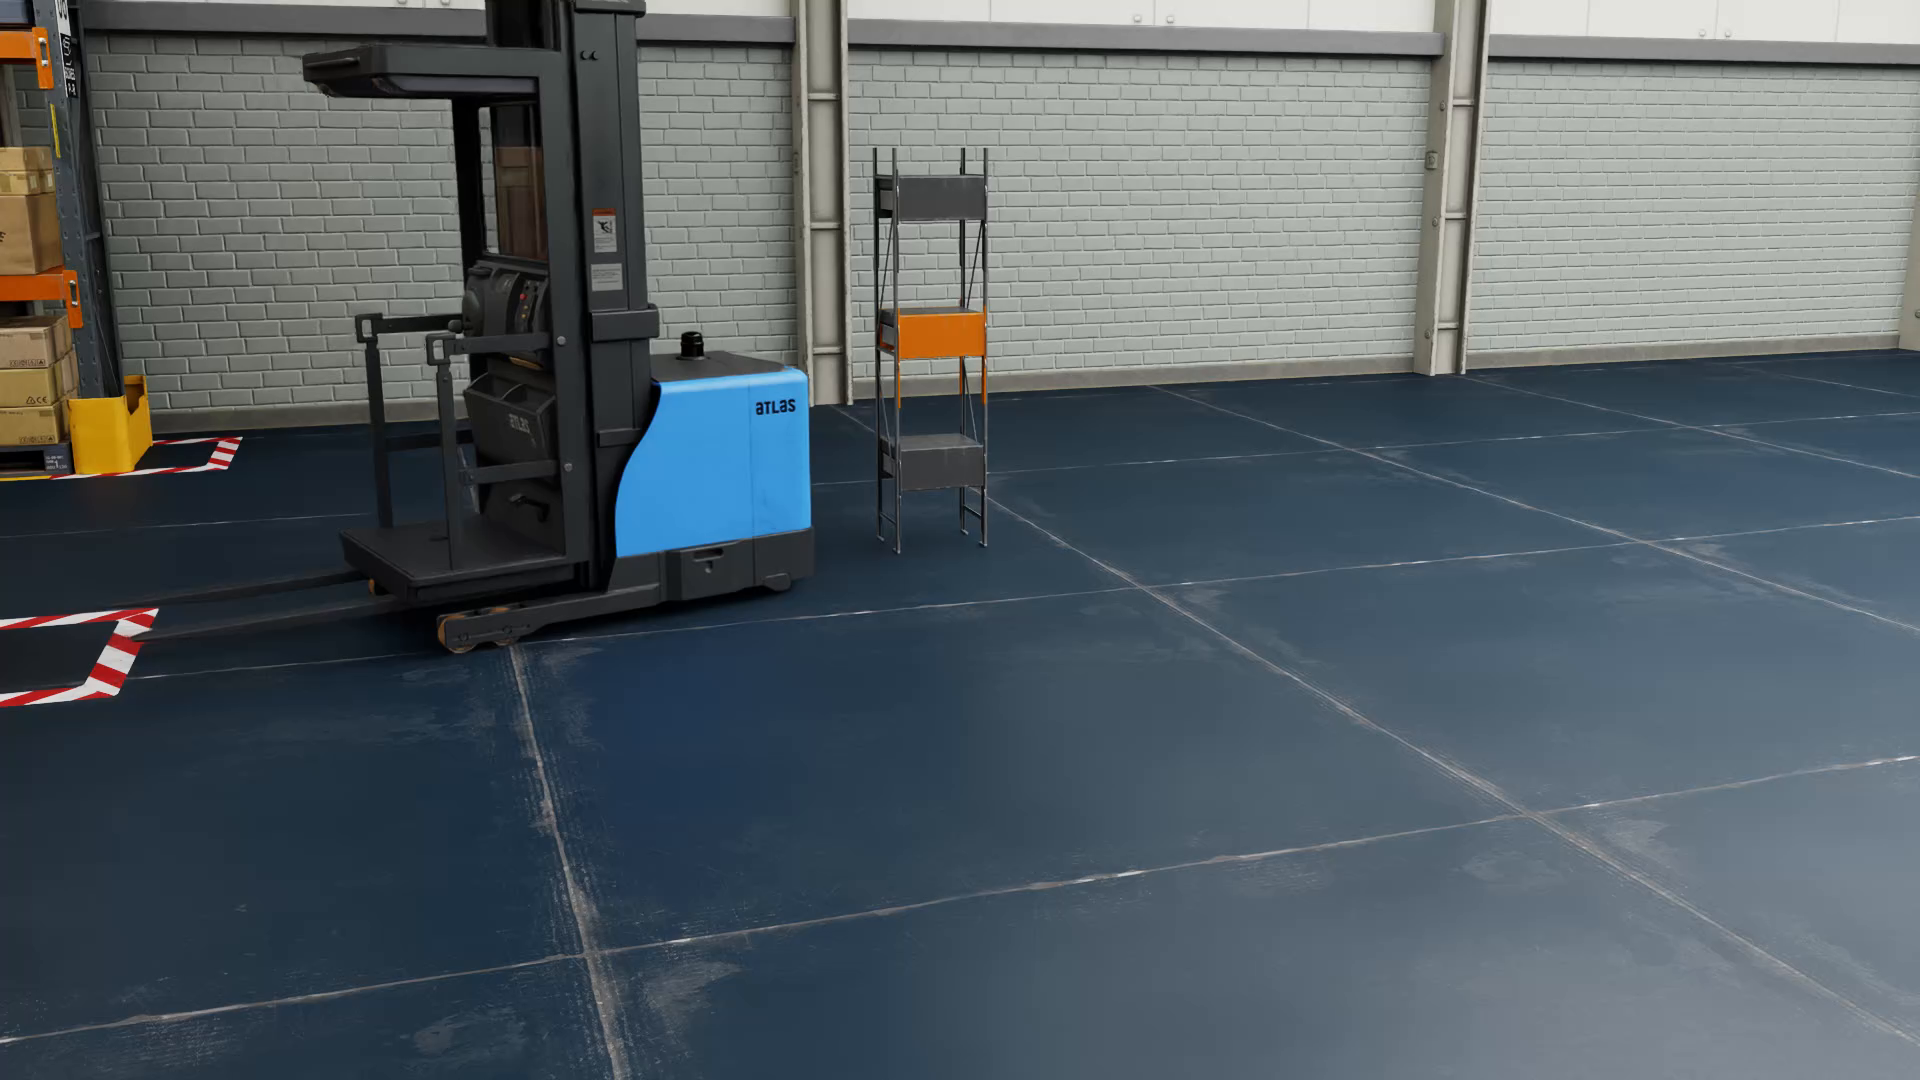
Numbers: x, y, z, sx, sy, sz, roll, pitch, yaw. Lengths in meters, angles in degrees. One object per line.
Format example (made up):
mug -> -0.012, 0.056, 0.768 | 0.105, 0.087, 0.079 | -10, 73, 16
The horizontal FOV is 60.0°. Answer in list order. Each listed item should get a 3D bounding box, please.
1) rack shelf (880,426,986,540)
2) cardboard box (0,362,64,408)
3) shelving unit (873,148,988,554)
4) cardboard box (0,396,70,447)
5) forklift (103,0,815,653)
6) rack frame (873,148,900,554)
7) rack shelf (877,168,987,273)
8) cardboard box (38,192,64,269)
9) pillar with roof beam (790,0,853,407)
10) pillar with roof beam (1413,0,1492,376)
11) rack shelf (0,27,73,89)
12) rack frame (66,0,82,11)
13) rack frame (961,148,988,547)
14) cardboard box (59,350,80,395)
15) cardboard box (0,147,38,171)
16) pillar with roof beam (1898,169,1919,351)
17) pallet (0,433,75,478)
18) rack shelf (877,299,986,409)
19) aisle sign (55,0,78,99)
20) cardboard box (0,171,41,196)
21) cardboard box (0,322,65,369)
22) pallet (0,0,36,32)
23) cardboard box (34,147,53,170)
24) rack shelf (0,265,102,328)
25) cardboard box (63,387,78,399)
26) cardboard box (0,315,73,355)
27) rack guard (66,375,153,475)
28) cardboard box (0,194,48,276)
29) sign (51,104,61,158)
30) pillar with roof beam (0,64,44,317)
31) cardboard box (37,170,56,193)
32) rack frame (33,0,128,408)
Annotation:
rack shelf -> -0.157, -0.315, 9.014 | 0.480, 0.518, 0.431 | -4, 14, -18
cardboard box -> -6.228, -1.027, 10.933 | 0.500, 0.250, 0.500 | -5, 14, -19
shelving unit -> -0.157, -1.009, 8.848 | 0.503, 2.100, 0.431 | -4, 14, -18
cardboard box -> -6.211, -0.784, 10.993 | 0.500, 0.250, 0.500 | -4, 14, -18
forklift -> -2.206, -1.080, 7.350 | 3.031, 2.935, 1.130 | -9, 16, -34
rack frame -> -0.388, -0.991, 8.773 | 0.015, 2.100, 0.400 | -4, 14, -18
rack shelf -> -0.157, -1.677, 8.690 | 0.480, 0.518, 0.431 | -4, 14, -18
cardboard box -> -6.425, -2.095, 11.251 | 0.500, 0.500, 0.500 | -4, 14, -16
pillar with roof beam -> 0.246, -4.585, 8.973 | 0.400, 9.000, 9.100 | -4, 14, -18
pillar with roof beam -> 5.933, -5.028, 10.835 | 0.400, 9.000, 9.100 | -4, 14, -18
rack shelf -> -7.762, -2.983, 10.276 | 4.000, 0.370, 1.077 | -4, 14, -18
rack frame -> -5.866, -4.940, 10.466 | 0.127, 3.000, 1.000 | -4, 14, -18
rack frame -> 0.074, -1.027, 8.924 | 0.015, 2.100, 0.400 | -4, 14, -18
cardboard box -> -6.378, -1.142, 11.417 | 0.500, 0.250, 0.500 | -4, 14, -17
cardboard box -> -6.139, -2.458, 10.734 | 0.250, 0.149, 0.380 | -4, 14, -18
pillar with roof beam -> 11.619, -5.471, 12.696 | 0.400, 9.000, 9.100 | -4, 14, -18
pallet -> -6.578, -0.600, 11.207 | 1.213, 0.211, 1.003 | -4, 14, -18
rack shelf -> -0.157, -0.996, 8.852 | 0.480, 0.518, 0.431 | -4, 14, -18
aisle sign -> -5.710, -3.227, 10.609 | 0.004, 0.787, 0.394 | -4, 14, -18
cardboard box -> -6.106, -2.299, 10.707 | 0.250, 0.149, 0.380 | -4, 14, -17
cardboard box -> -6.203, -1.272, 10.883 | 0.500, 0.250, 0.500 | -4, 14, -16
pallet -> -6.545, -3.391, 10.628 | 1.213, 0.211, 1.003 | -4, 14, -18
cardboard box -> -6.253, -2.553, 11.132 | 0.250, 0.149, 0.380 | -5, 14, -19
rack shelf -> -7.762, -1.524, 10.623 | 4.000, 0.370, 1.077 | -4, 14, -18
cardboard box -> -6.394, -0.895, 11.458 | 0.500, 0.250, 0.500 | -4, 14, -18
cardboard box -> -6.382, -1.381, 11.339 | 0.500, 0.250, 0.500 | -5, 14, -19
rack guard -> -5.844, -0.807, 11.457 | 0.348, 0.500, 1.175 | -4, 14, -18
cardboard box -> -6.249, -1.976, 10.754 | 0.500, 0.500, 0.500 | -5, 14, -19
sign -> -5.707, -2.580, 10.494 | 0.005, 0.325, 0.100 | -4, 14, -18
pillar with roof beam -> -5.441, -4.142, 7.111 | 0.400, 9.000, 9.100 | -4, 14, -18
cardboard box -> -6.271, -2.418, 11.207 | 0.250, 0.149, 0.380 | -5, 14, -20
rack frame -> -5.866, -2.022, 11.160 | 0.127, 3.000, 1.000 | -4, 14, -18
